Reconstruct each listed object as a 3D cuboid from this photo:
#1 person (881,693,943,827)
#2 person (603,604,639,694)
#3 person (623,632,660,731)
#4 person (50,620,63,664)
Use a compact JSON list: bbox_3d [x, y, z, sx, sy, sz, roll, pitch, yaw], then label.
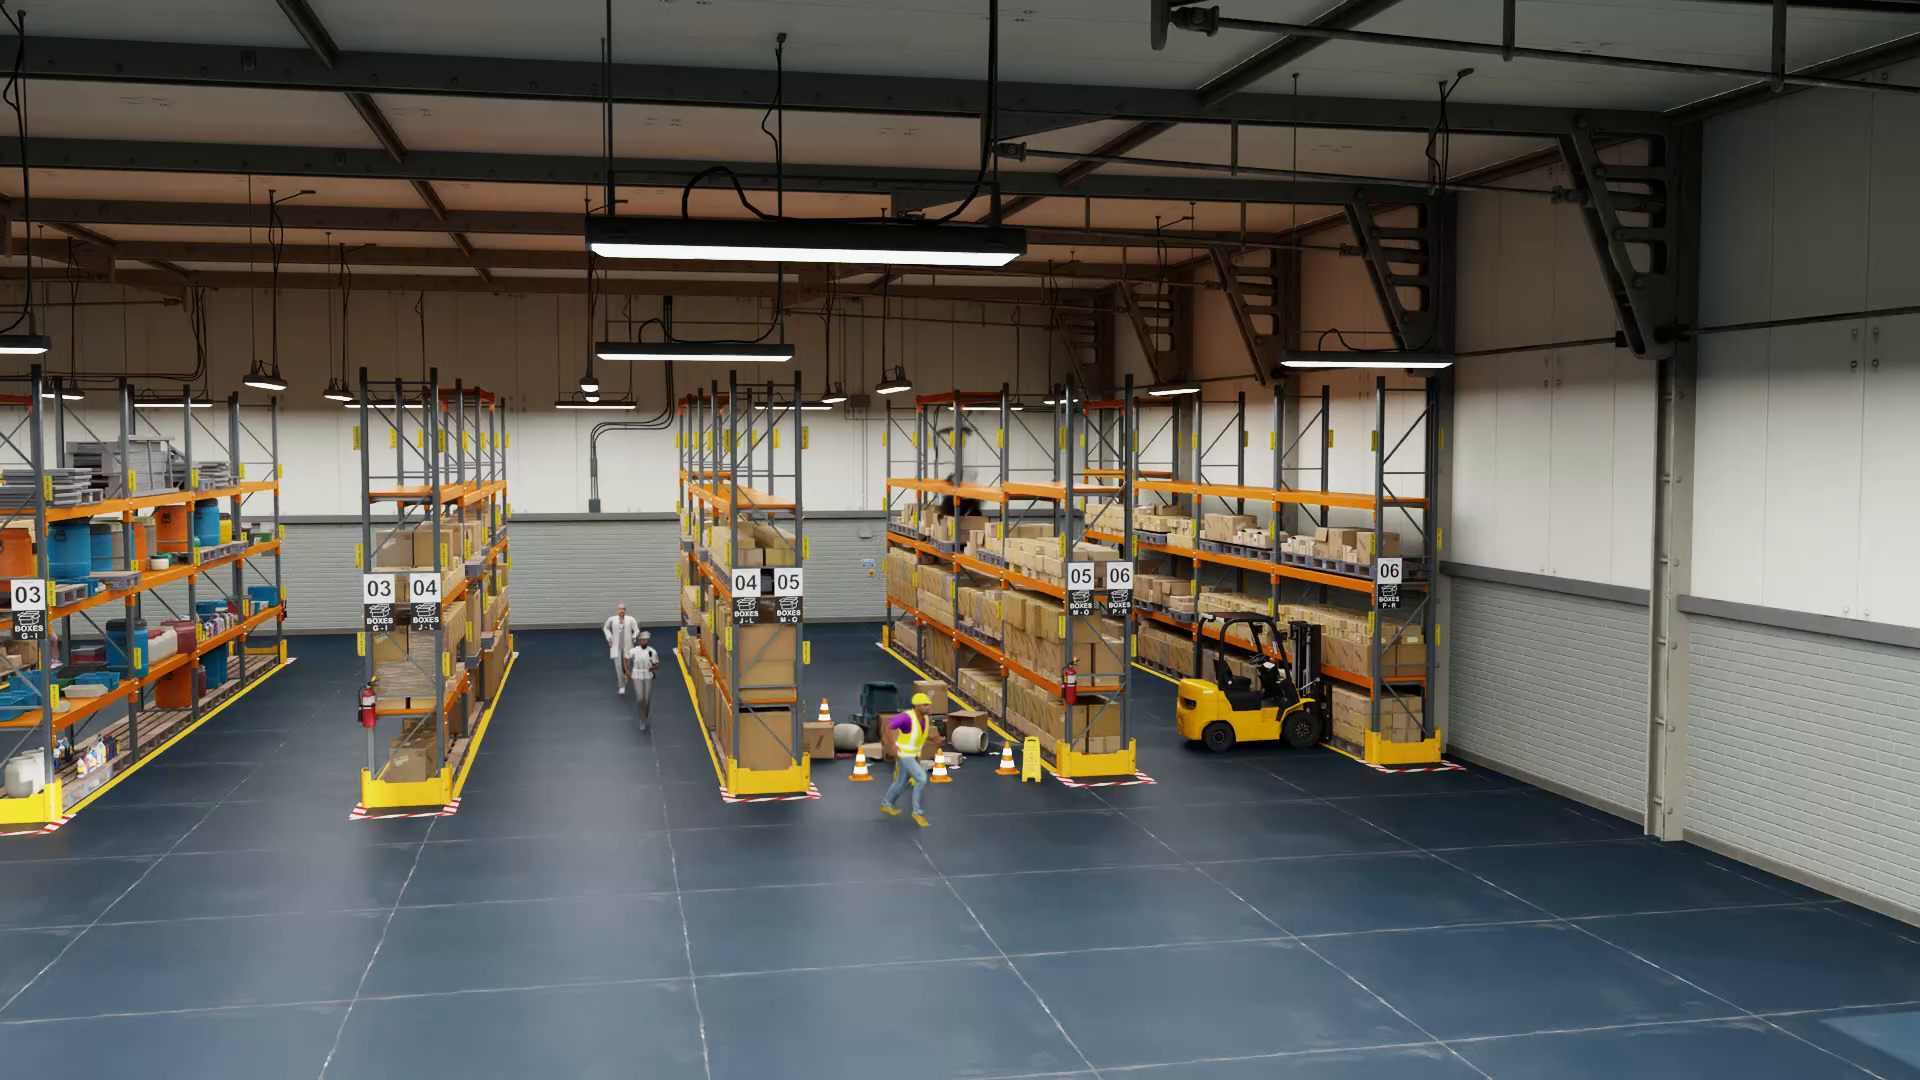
[{"bbox_3d":[-0.695,2.862,21.791,0.900,1.759,0.714,2,4,31],"label":"person"},{"bbox_3d":[-6.789,2.157,33.311,0.695,1.765,0.880,-1,3,-11],"label":"person"},{"bbox_3d":[-5.536,2.455,29.002,0.581,1.730,0.738,-1,4,-22],"label":"person"},{"bbox_3d":[-20.568,1.959,37.364,0.741,1.717,0.608,0,3,-4],"label":"person"}]
